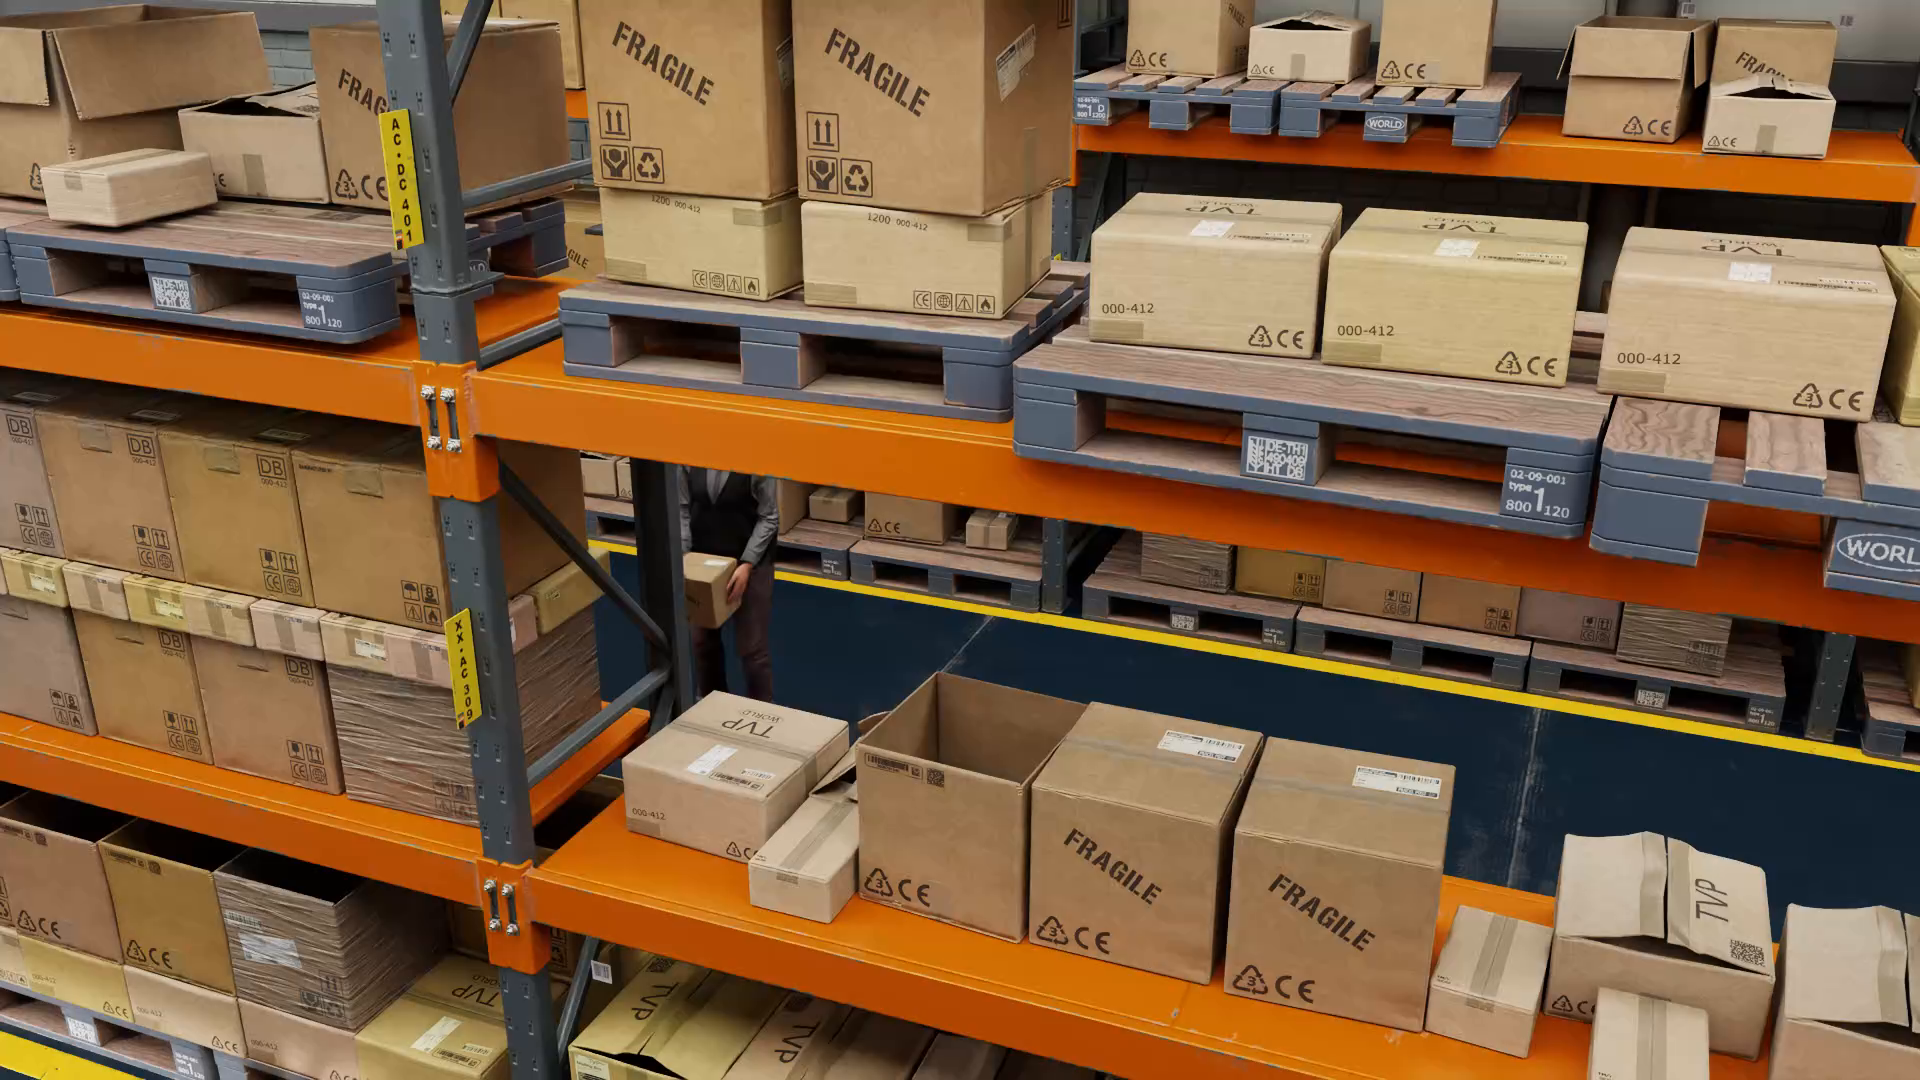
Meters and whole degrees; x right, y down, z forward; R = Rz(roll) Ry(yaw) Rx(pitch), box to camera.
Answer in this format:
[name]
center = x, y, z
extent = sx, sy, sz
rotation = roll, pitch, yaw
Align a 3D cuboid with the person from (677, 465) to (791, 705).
[person]
center = -1.093, 0.131, 8.031
extent = 0.587, 1.720, 0.423
rotation = 7, 23, 17
